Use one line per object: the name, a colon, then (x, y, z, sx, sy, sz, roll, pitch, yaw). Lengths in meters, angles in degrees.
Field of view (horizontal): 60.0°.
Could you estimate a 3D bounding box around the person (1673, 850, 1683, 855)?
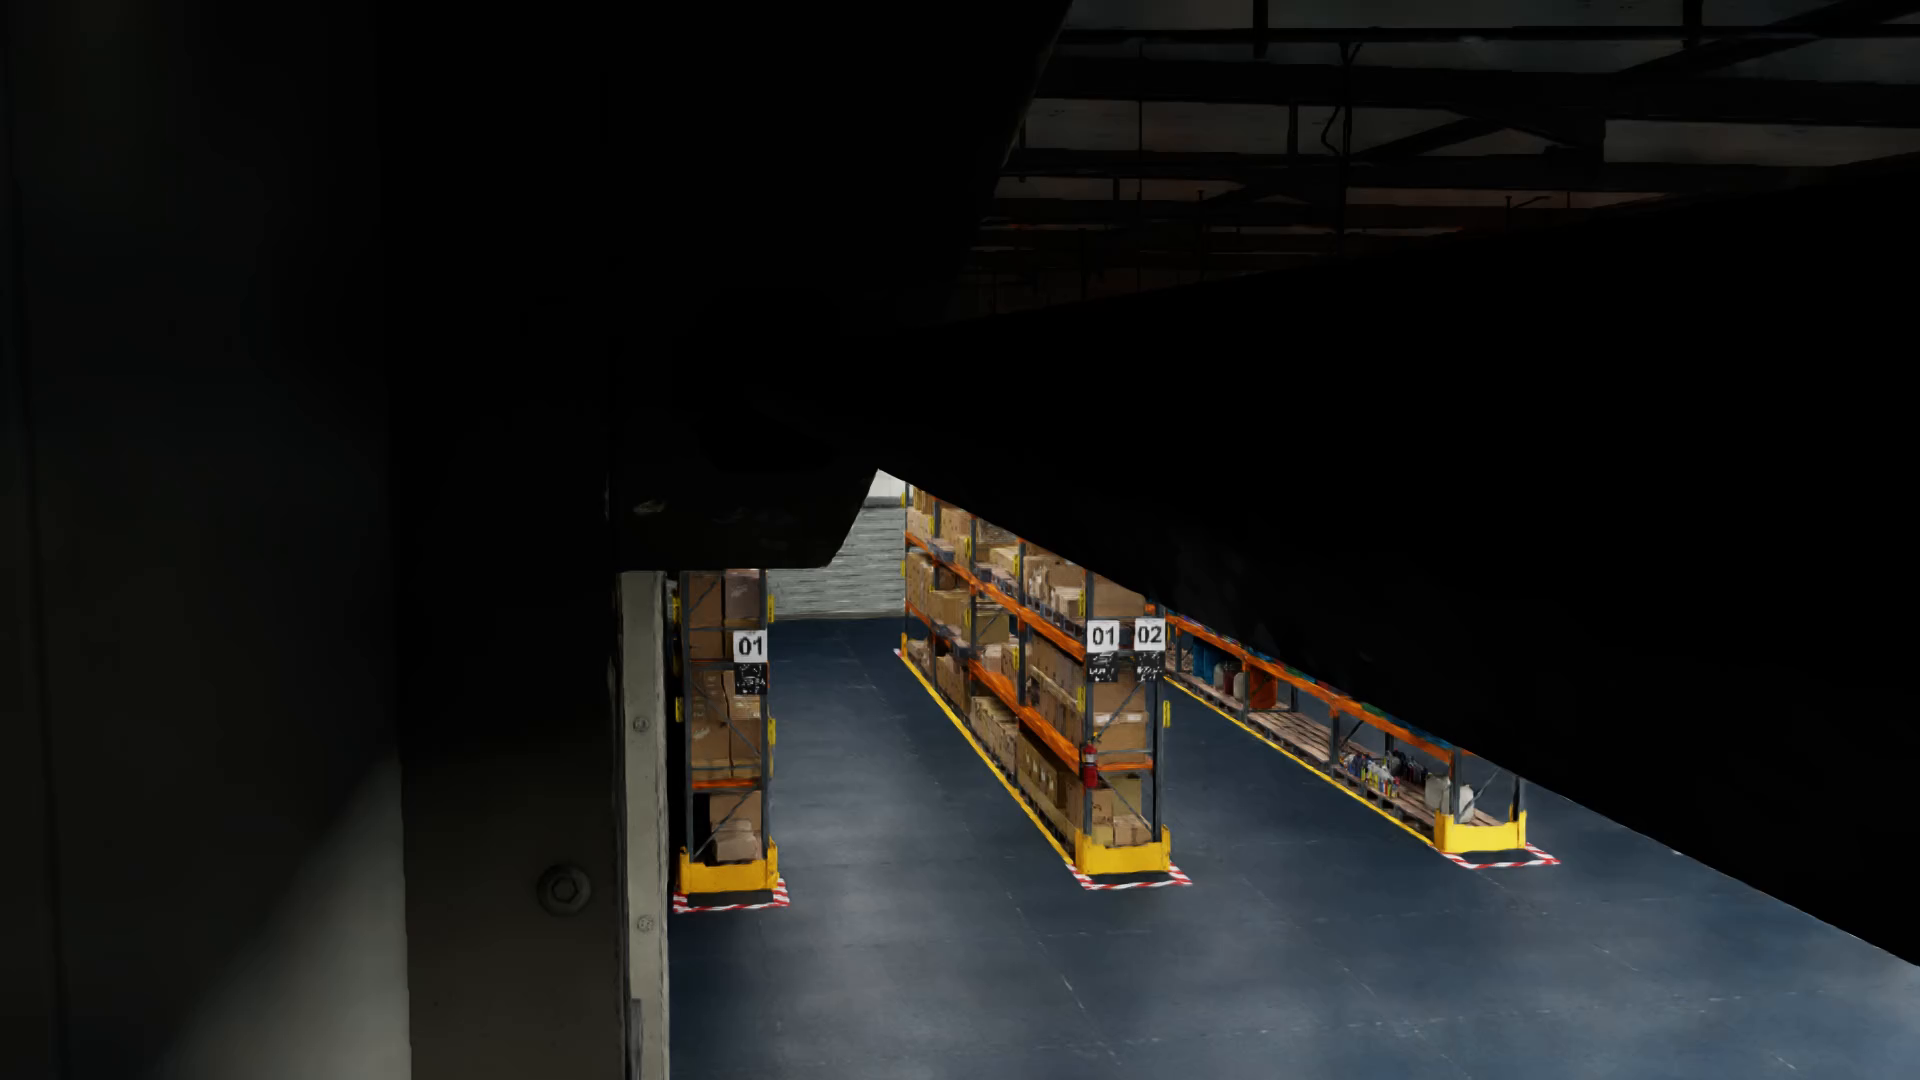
person: (9.432, 3.260, 21.528, 0.446, 1.668, 0.617, -5, 8, -41)
